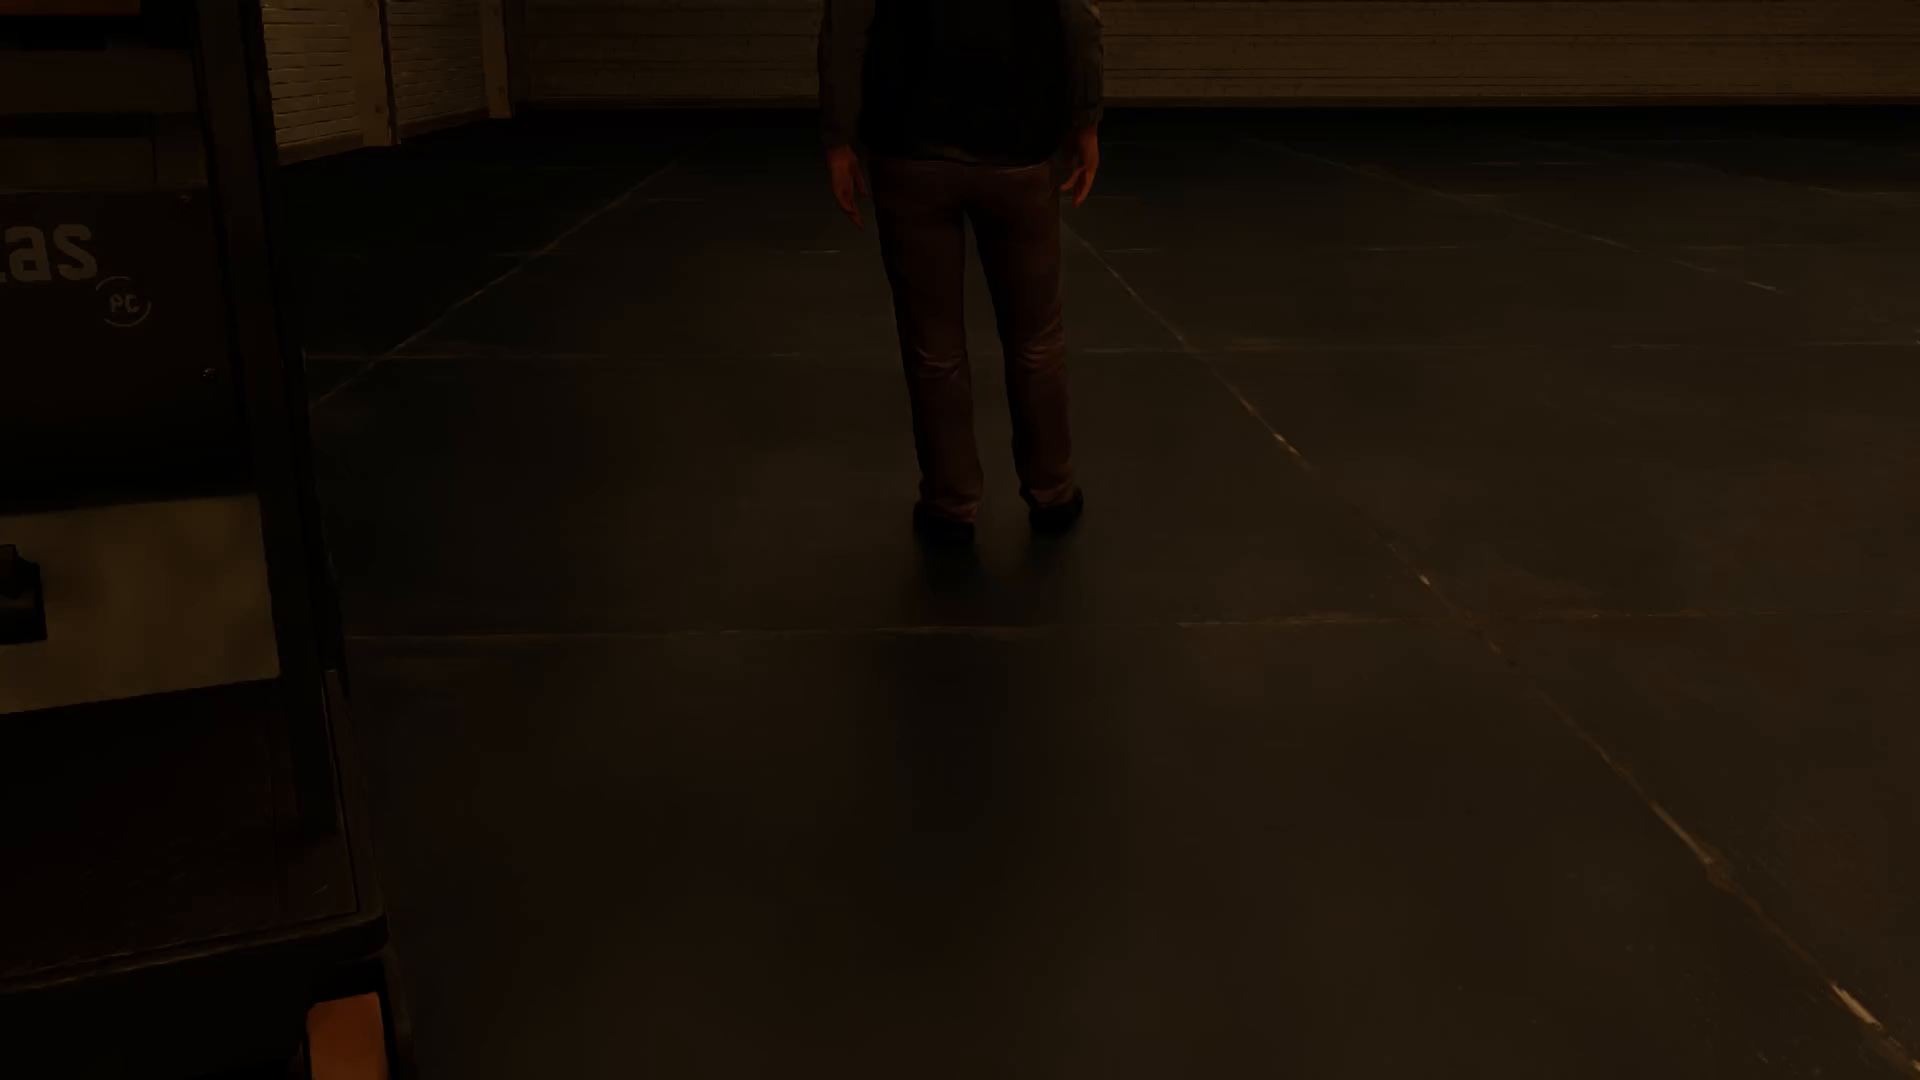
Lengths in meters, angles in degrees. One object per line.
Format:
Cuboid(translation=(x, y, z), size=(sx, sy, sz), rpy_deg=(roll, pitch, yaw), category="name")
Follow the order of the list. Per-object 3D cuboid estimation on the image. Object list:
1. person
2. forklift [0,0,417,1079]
Cuboid(translation=(0.005, -0.848, 3.724), size=(0.632, 1.720, 0.567), rpy_deg=(-1, 17, -3), category="person")
Cuboid(translation=(-1.220, -0.774, 1.440), size=(1.130, 2.935, 3.031), rpy_deg=(-7, 18, -22), category="forklift")
